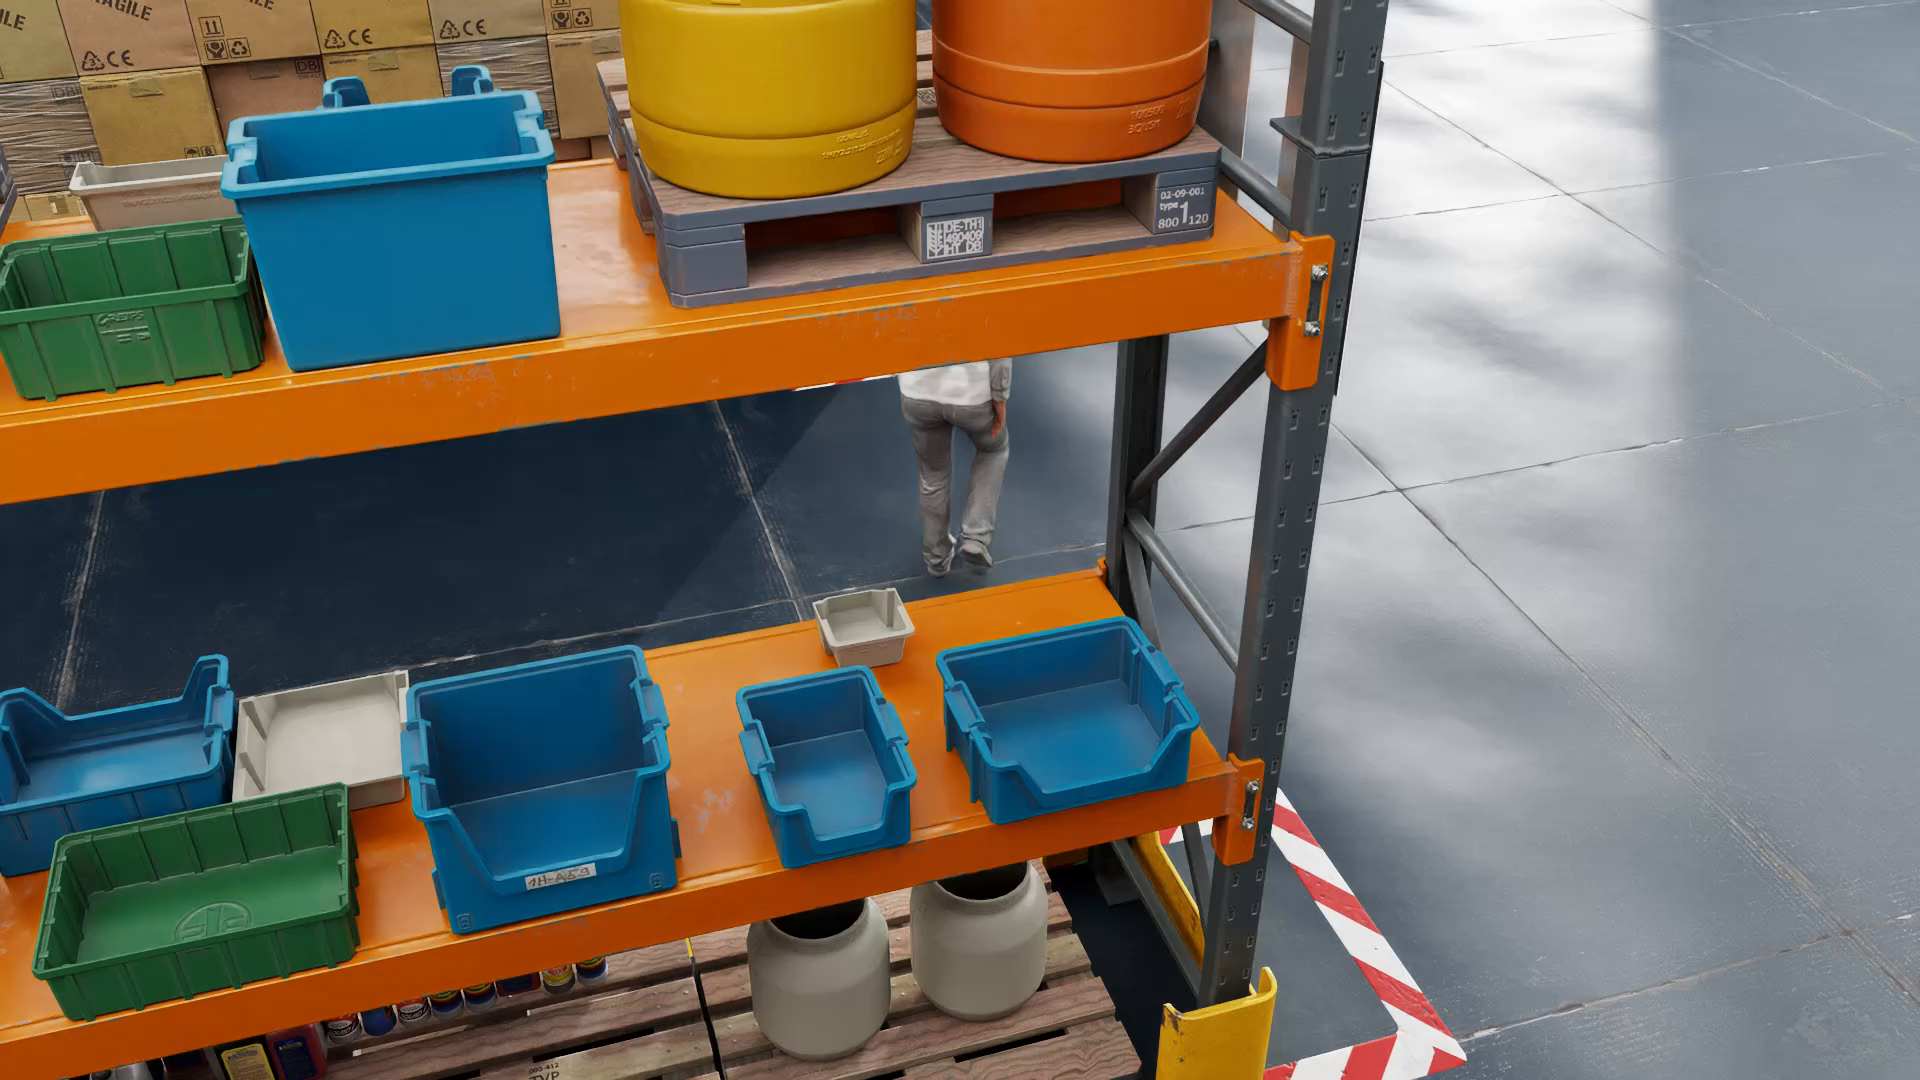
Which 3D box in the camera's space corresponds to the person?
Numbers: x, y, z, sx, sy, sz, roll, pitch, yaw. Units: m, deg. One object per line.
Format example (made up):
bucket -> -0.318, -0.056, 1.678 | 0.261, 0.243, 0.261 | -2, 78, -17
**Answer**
person -> -0.032, -0.650, 7.064 | 0.546, 1.790, 0.438 | 6, 34, 9
